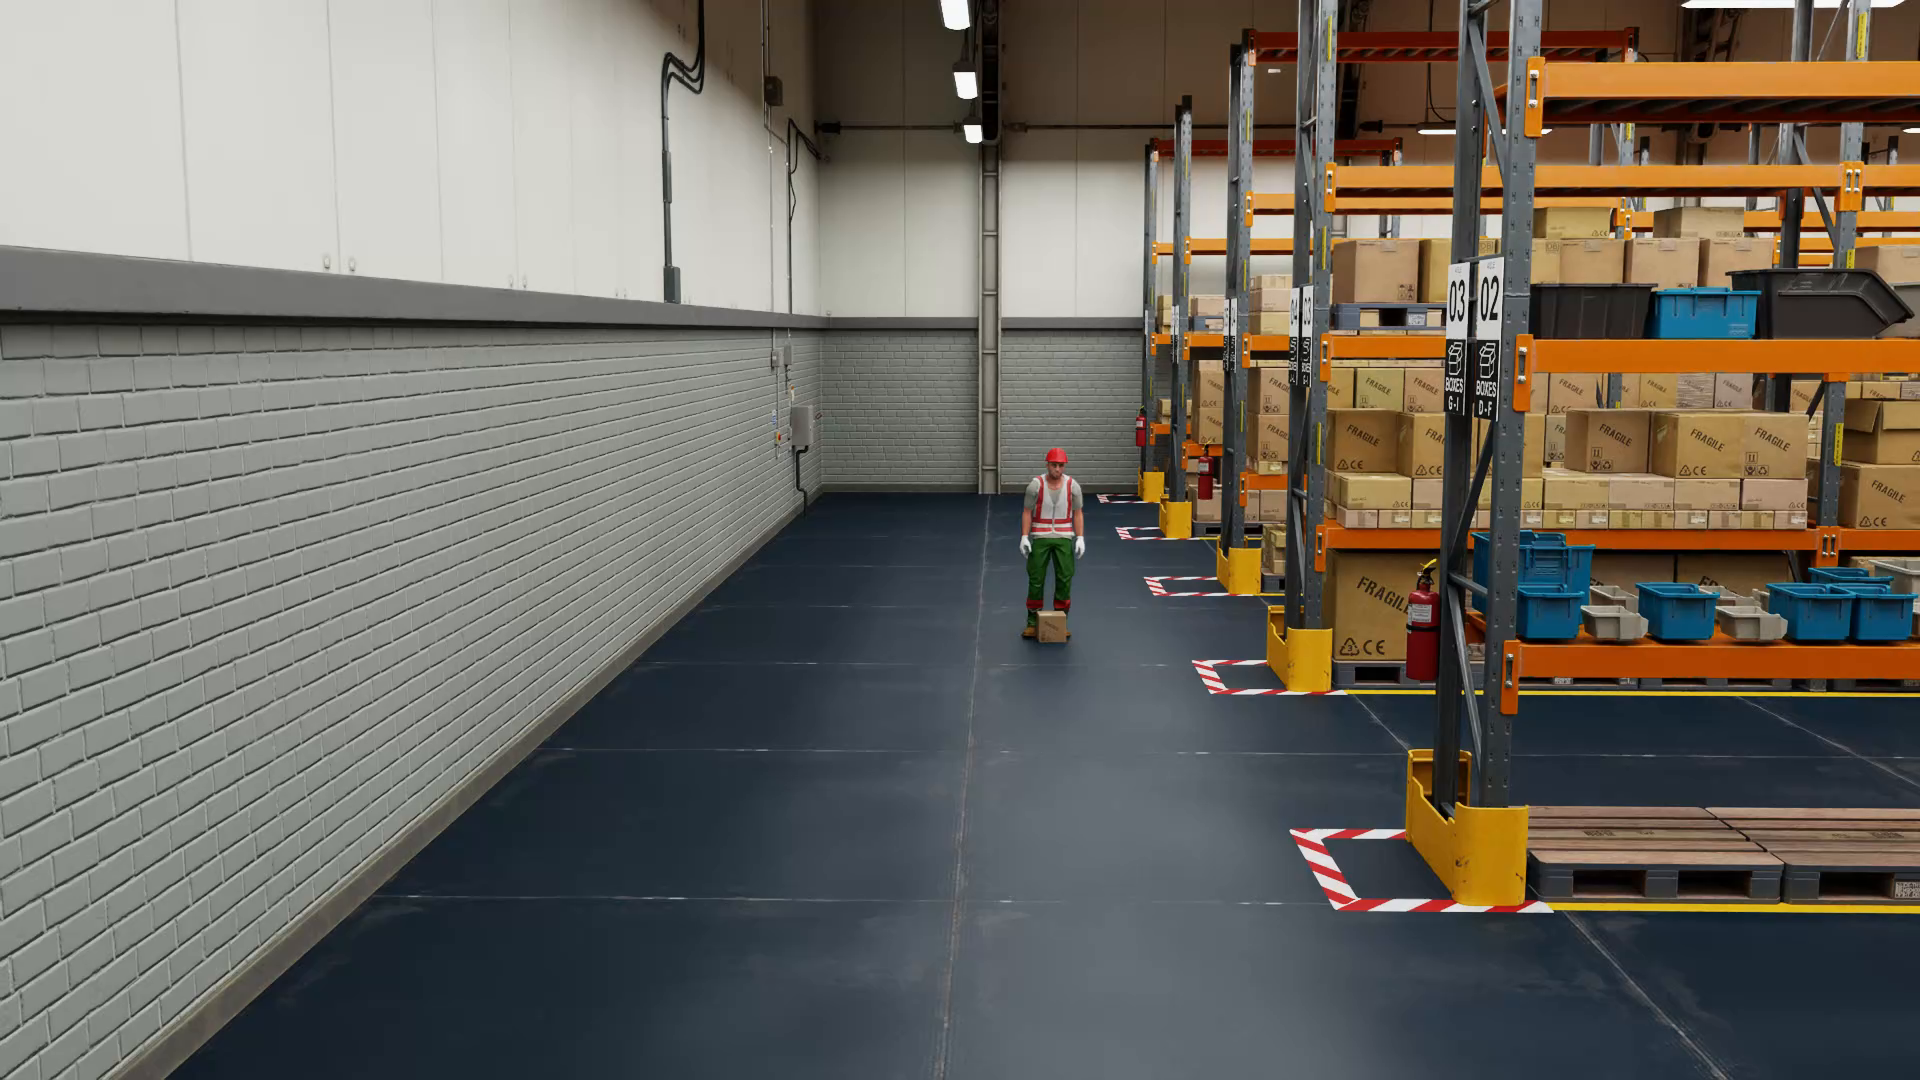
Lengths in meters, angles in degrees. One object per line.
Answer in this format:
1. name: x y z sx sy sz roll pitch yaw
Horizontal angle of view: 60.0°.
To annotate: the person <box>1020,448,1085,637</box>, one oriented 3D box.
1. person: 0.866 0.020 15.550 0.618 1.778 0.452 0 7 -2
